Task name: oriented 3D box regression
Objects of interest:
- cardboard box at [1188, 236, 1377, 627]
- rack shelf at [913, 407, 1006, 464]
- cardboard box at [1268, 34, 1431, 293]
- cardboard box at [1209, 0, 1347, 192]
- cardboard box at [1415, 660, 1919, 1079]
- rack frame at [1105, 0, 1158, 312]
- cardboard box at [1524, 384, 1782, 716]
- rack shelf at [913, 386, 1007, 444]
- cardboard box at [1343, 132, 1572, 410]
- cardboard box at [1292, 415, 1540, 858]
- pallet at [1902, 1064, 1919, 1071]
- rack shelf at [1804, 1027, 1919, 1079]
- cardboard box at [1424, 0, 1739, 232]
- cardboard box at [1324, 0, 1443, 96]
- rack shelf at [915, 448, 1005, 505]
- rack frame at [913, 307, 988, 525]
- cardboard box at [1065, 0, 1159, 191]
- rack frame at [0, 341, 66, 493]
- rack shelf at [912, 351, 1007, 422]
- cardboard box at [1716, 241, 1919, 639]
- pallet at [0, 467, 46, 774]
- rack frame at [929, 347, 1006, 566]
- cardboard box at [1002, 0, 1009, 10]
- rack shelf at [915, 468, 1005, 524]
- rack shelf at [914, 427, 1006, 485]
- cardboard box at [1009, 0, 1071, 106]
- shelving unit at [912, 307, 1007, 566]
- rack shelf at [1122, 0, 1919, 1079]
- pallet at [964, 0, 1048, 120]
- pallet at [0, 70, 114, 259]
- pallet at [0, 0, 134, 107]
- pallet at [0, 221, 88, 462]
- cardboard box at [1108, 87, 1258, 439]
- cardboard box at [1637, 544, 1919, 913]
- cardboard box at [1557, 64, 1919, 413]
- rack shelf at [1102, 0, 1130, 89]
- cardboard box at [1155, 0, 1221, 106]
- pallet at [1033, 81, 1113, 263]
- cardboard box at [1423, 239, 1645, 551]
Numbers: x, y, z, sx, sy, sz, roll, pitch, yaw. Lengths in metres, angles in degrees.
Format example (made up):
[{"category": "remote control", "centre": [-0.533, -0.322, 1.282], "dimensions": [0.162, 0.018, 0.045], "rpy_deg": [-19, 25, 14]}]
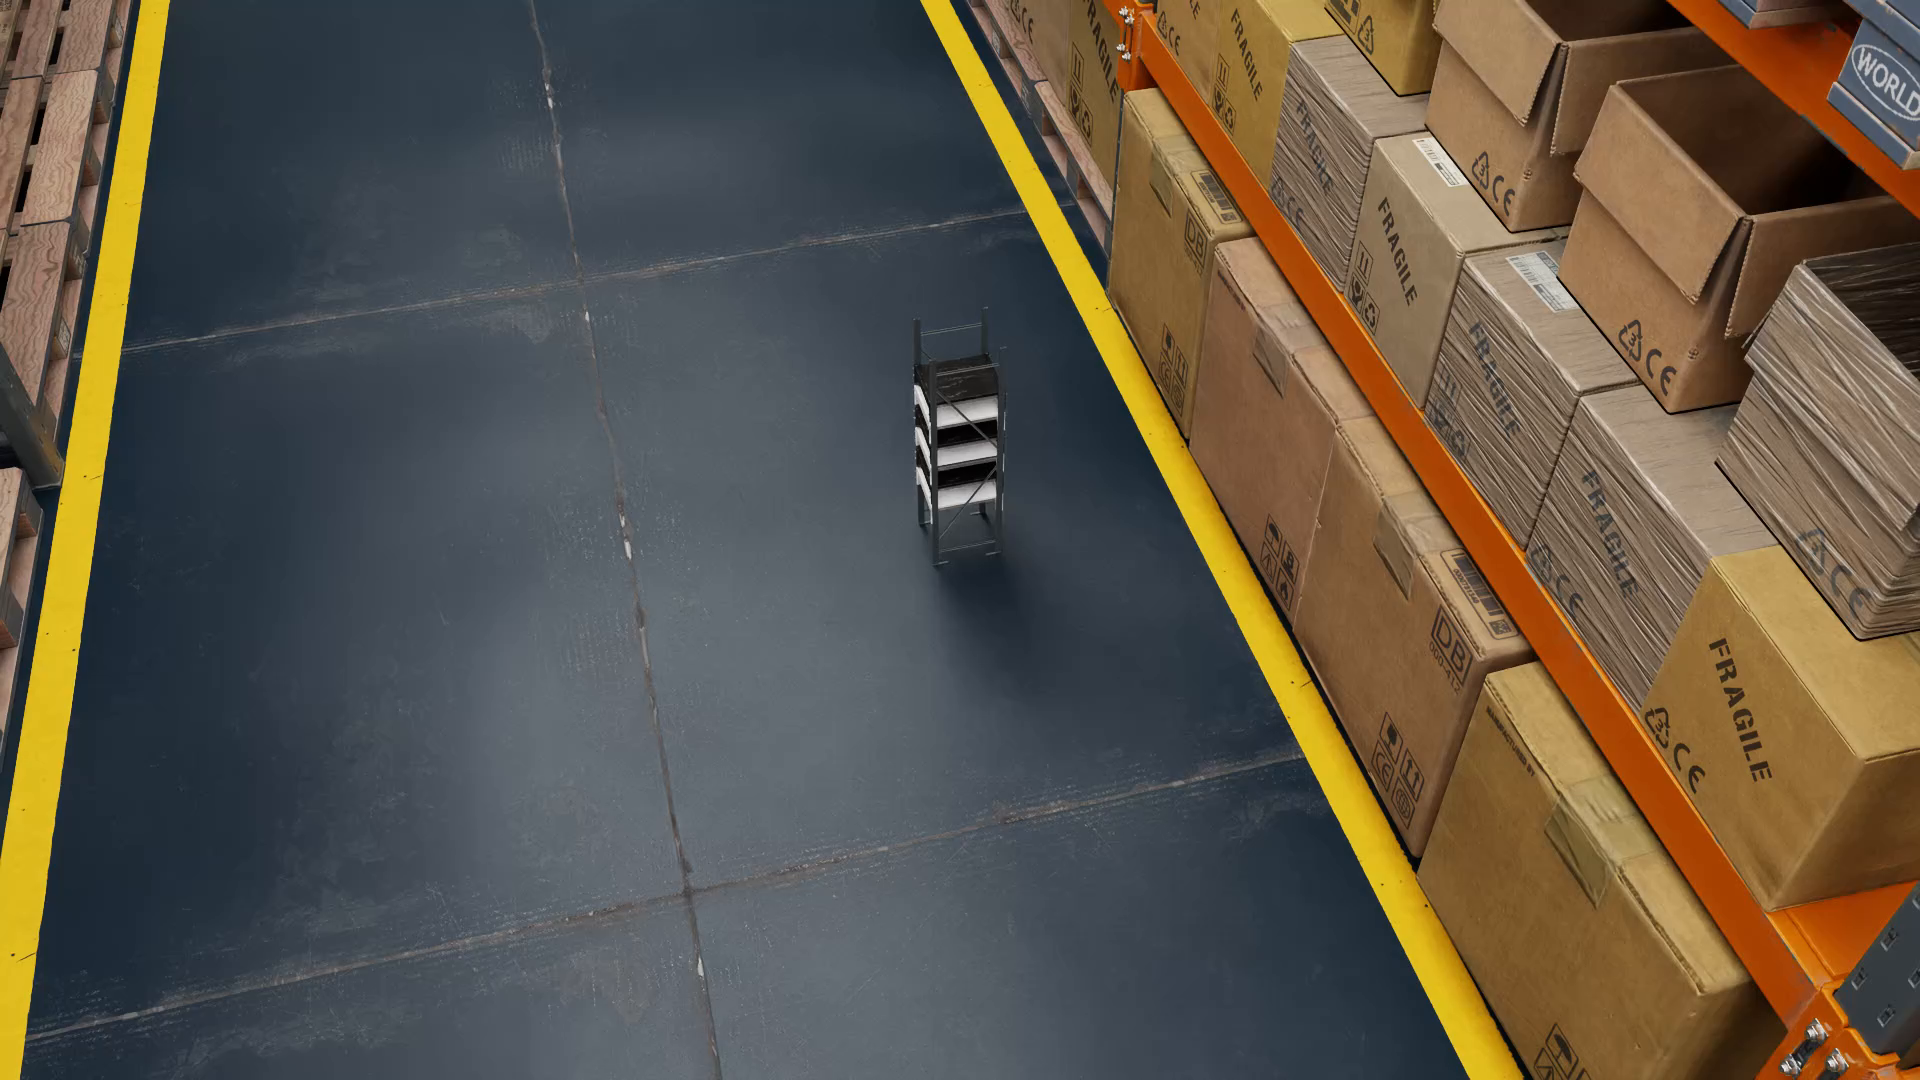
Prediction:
[{"category": "cardboard box", "centre": [1.498, -0.442, 5.277], "dimensions": [1.225, 0.875, 0.875], "rpy_deg": [-12, 47, -12]}, {"category": "rack shelf", "centre": [-0.002, -0.360, 5.394], "dimensions": [0.258, 0.077, 0.200], "rpy_deg": [-11, 47, -10]}, {"category": "cardboard box", "centre": [1.218, -1.073, 4.632], "dimensions": [0.500, 0.500, 0.500], "rpy_deg": [-12, 47, -11]}, {"category": "cardboard box", "centre": [1.091, -1.419, 4.970], "dimensions": [0.500, 0.500, 0.500], "rpy_deg": [-11, 47, -10]}, {"category": "cardboard box", "centre": [1.953, 0.784, 4.075], "dimensions": [1.225, 0.875, 0.875], "rpy_deg": [-13, 47, -12]}, {"category": "rack frame", "centre": [1.085, -2.094, 5.702], "dimensions": [1.000, 3.000, 0.127], "rpy_deg": [-11, 47, -10]}, {"category": "cardboard box", "centre": [1.621, -0.008, 3.588], "dimensions": [0.500, 0.500, 0.500], "rpy_deg": [-11, 47, -11]}, {"category": "rack shelf", "centre": [-0.002, -0.423, 5.329], "dimensions": [0.258, 0.077, 0.200], "rpy_deg": [-11, 47, -10]}, {"category": "cardboard box", "centre": [1.356, -0.717, 4.283], "dimensions": [0.500, 0.500, 0.500], "rpy_deg": [-10, 46, -10]}, {"category": "cardboard box", "centre": [1.732, 0.167, 4.680], "dimensions": [1.225, 0.875, 0.875], "rpy_deg": [-11, 47, -10]}, {"category": "pallet", "centre": [1.980, 1.085, 4.538], "dimensions": [1.003, 0.211, 1.213], "rpy_deg": [-11, 47, -10]}, {"category": "rack shelf", "centre": [2.621, 2.300, 1.899], "dimensions": [1.077, 0.370, 4.000], "rpy_deg": [-11, 47, -10]}, {"category": "cardboard box", "centre": [1.595, -1.139, 3.993], "dimensions": [0.797, 0.503, 0.637], "rpy_deg": [-9, 46, -9]}, {"category": "cardboard box", "centre": [1.421, -1.565, 4.411], "dimensions": [0.797, 0.503, 0.637], "rpy_deg": [-10, 46, -10]}, {"category": "rack shelf", "centre": [-0.002, -0.234, 5.522], "dimensions": [0.258, 0.077, 0.200], "rpy_deg": [-11, 47, -10]}, {"category": "rack frame", "centre": [-0.028, -0.391, 5.503], "dimensions": [0.240, 0.900, 0.006], "rpy_deg": [-11, 47, -10]}, {"category": "cardboard box", "centre": [0.993, -1.968, 6.772], "dimensions": [0.875, 0.875, 0.875], "rpy_deg": [-11, 47, -10]}, {"category": "rack frame", "centre": [-3.703, -1.188, 4.815], "dimensions": [1.000, 3.000, 0.127], "rpy_deg": [-11, 47, -10]}, {"category": "rack shelf", "centre": [-0.002, -0.486, 5.265], "dimensions": [0.258, 0.077, 0.200], "rpy_deg": [-11, 47, -10]}, {"category": "cardboard box", "centre": [1.938, -0.226, 3.099], "dimensions": [0.797, 0.503, 0.637], "rpy_deg": [-9, 46, -9]}, {"category": "pallet", "centre": [-3.546, 0.328, 5.281], "dimensions": [1.003, 0.211, 1.213], "rpy_deg": [-11, 47, -10]}, {"category": "rack frame", "centre": [0.024, -0.250, 5.365], "dimensions": [0.240, 0.900, 0.006], "rpy_deg": [-11, 47, -10]}, {"category": "cardboard box", "centre": [0.535, -3.204, 7.983], "dimensions": [0.875, 0.875, 0.875], "rpy_deg": [-11, 47, -10]}, {"category": "rack shelf", "centre": [-0.002, -0.171, 5.586], "dimensions": [0.258, 0.077, 0.200], "rpy_deg": [-11, 47, -10]}, {"category": "rack shelf", "centre": [-0.002, -0.297, 5.458], "dimensions": [0.258, 0.077, 0.200], "rpy_deg": [-11, 47, -10]}, {"category": "cardboard box", "centre": [0.763, -2.589, 7.381], "dimensions": [0.875, 0.875, 0.875], "rpy_deg": [-11, 47, -10]}, {"category": "shelving unit", "centre": [-0.002, -0.321, 5.434], "dimensions": [0.258, 0.900, 0.210], "rpy_deg": [-11, 47, -10]}, {"category": "rack shelf", "centre": [1.597, -0.461, 4.606], "dimensions": [1.077, 0.370, 4.000], "rpy_deg": [-11, 47, -10]}, {"category": "pallet", "centre": [0.650, -2.501, 8.053], "dimensions": [1.003, 0.211, 1.213], "rpy_deg": [-11, 47, -10]}, {"category": "pallet", "centre": [-4.244, -1.557, 7.128], "dimensions": [1.003, 0.211, 1.213], "rpy_deg": [-11, 47, -10]}, {"category": "pallet", "centre": [-4.553, -2.398, 7.952], "dimensions": [1.003, 0.211, 1.213], "rpy_deg": [-11, 47, -10]}, {"category": "pallet", "centre": [-3.929, -0.713, 6.301], "dimensions": [1.003, 0.211, 1.213], "rpy_deg": [-11, 47, -10]}, {"category": "cardboard box", "centre": [1.268, -1.059, 5.881], "dimensions": [1.225, 0.875, 0.875], "rpy_deg": [-11, 47, -10]}, {"category": "cardboard box", "centre": [1.743, 0.337, 3.249], "dimensions": [0.500, 0.500, 0.500], "rpy_deg": [-9, 46, -9]}, {"category": "cardboard box", "centre": [1.773, -0.677, 3.541], "dimensions": [0.797, 0.503, 0.637], "rpy_deg": [-10, 46, -9]}, {"category": "rack shelf", "centre": [0.573, -3.223, 7.312], "dimensions": [1.077, 0.370, 4.000], "rpy_deg": [-11, 47, -10]}, {"category": "cardboard box", "centre": [0.961, -1.766, 5.310], "dimensions": [0.500, 0.500, 0.500], "rpy_deg": [-11, 47, -10]}, {"category": "pallet", "centre": [0.966, -1.657, 7.226], "dimensions": [1.003, 0.211, 1.213], "rpy_deg": [-11, 47, -10]}, {"category": "cardboard box", "centre": [1.485, -0.366, 3.939], "dimensions": [0.500, 0.500, 0.500], "rpy_deg": [-12, 47, -12]}]
